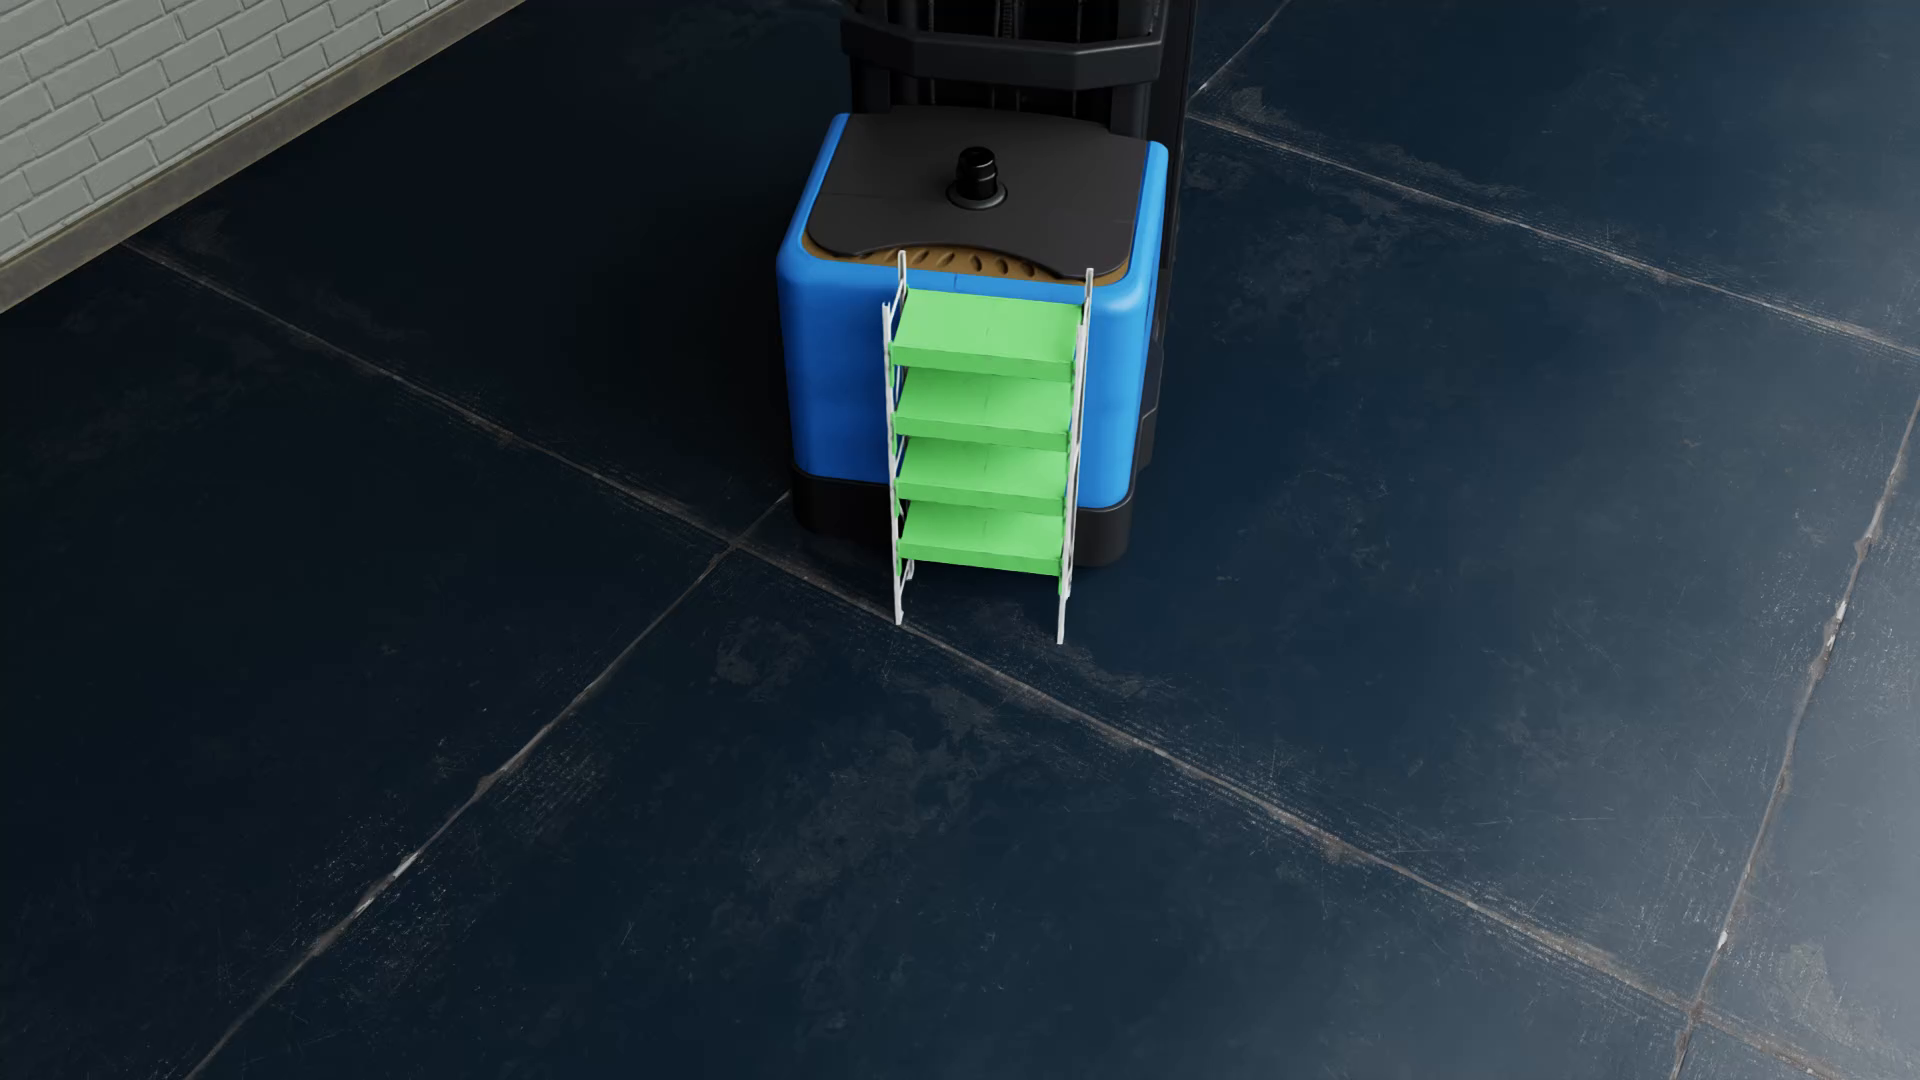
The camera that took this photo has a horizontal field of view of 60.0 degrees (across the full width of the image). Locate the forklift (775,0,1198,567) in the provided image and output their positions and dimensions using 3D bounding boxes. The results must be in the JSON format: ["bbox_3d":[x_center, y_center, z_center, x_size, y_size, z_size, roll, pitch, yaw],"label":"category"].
[{"bbox_3d":[0.231,-2.010,5.159,1.130,2.935,3.031,7,46,7],"label":"forklift"}]

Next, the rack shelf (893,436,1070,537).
[{"bbox_3d":[0.073,-0.175,4.672,0.480,0.148,0.258,6,46,6],"label":"rack shelf"}]

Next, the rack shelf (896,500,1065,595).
[{"bbox_3d":[0.073,-0.007,4.844,0.480,0.148,0.258,6,46,6],"label":"rack shelf"}]

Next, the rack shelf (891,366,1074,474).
[{"bbox_3d":[0.073,-0.342,4.500,0.480,0.148,0.258,6,46,6],"label":"rack shelf"}]

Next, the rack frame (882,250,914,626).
[{"bbox_3d":[-0.168,-0.246,4.653,0.015,1.200,0.240,6,46,6],"label":"rack frame"}]

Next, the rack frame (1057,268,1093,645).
[{"bbox_3d":[0.314,-0.192,4.600,0.015,1.200,0.240,6,46,6],"label":"rack frame"}]

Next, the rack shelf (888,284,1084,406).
[{"bbox_3d":[0.073,-0.509,4.328,0.480,0.148,0.258,6,46,6],"label":"rack shelf"}]

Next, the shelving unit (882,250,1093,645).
[{"bbox_3d":[0.073,-0.219,4.626,0.503,1.200,0.258,6,46,6],"label":"shelving unit"}]
